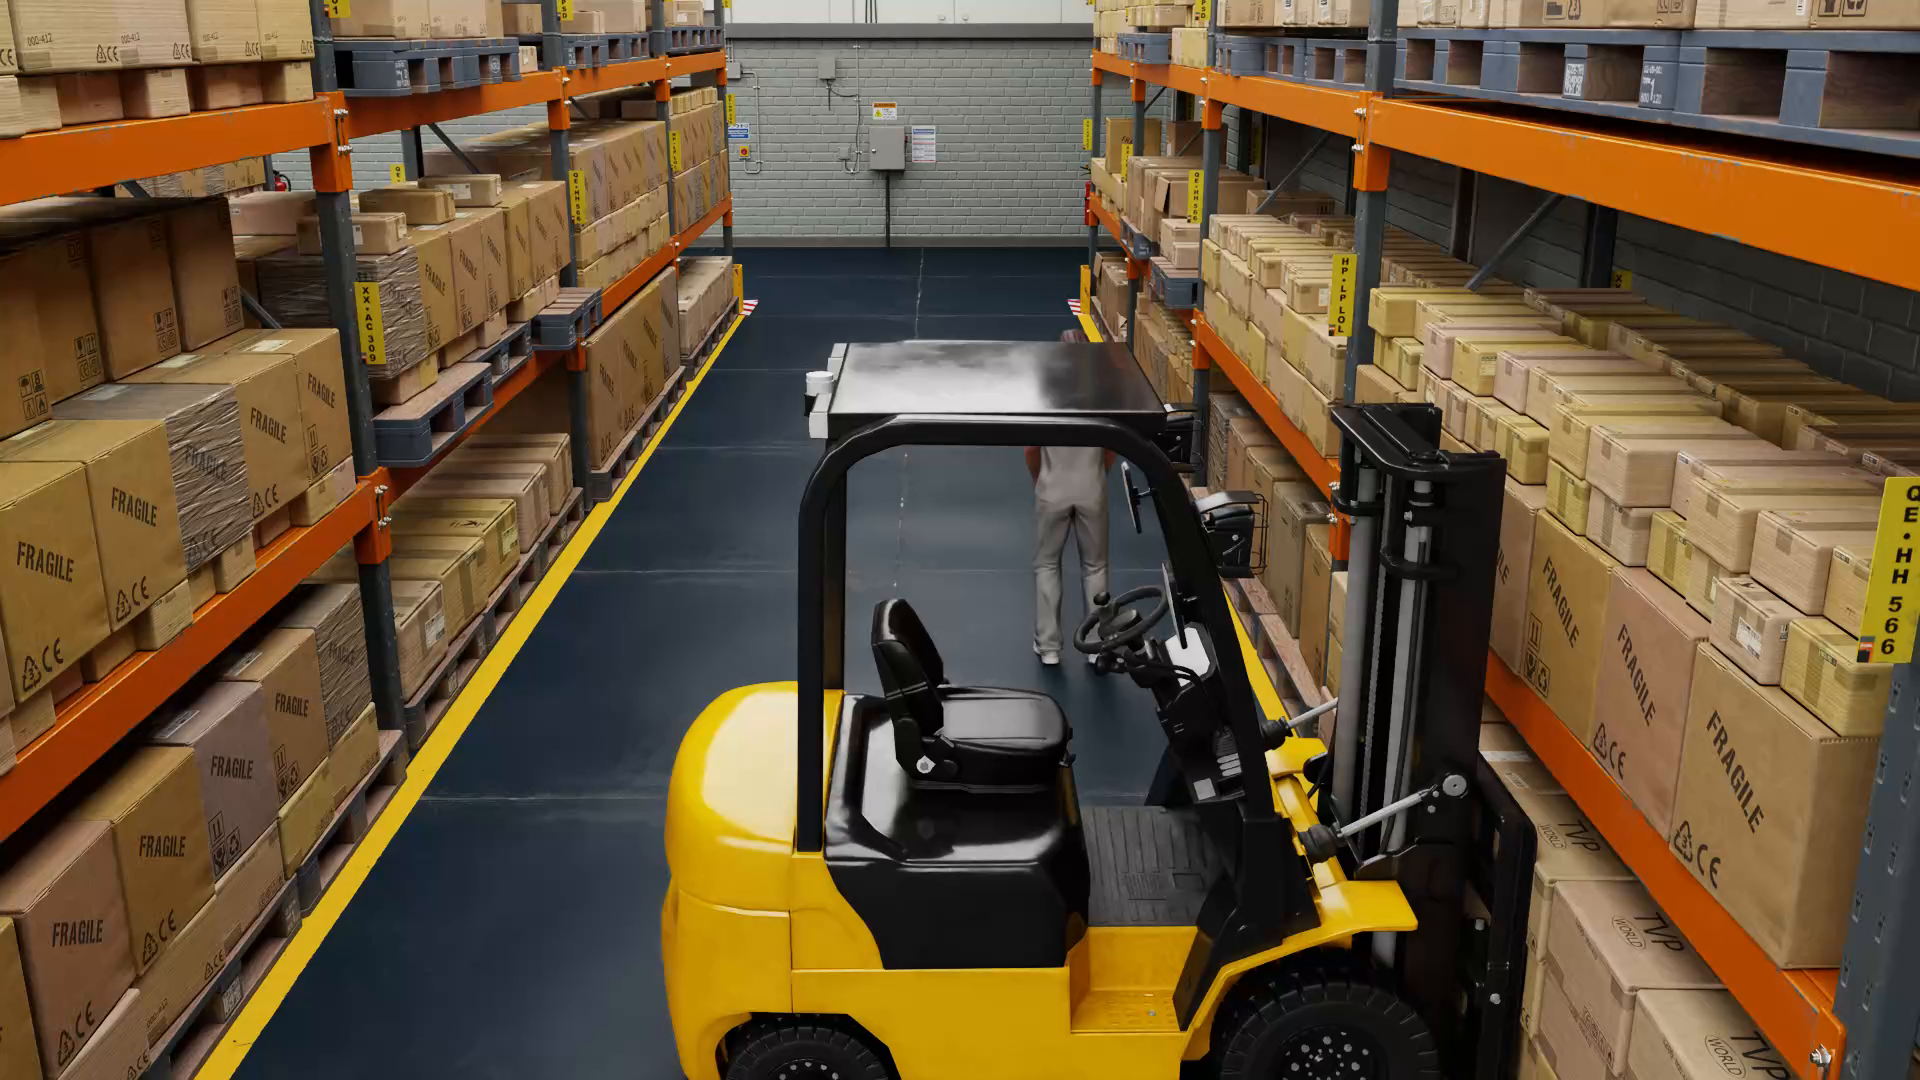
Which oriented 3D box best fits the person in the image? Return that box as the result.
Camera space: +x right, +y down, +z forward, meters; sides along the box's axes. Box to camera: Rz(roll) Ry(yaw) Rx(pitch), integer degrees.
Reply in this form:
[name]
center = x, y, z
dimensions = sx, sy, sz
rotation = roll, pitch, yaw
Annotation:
[person]
center = 0.545, -0.211, 8.225
dimensions = 0.466, 1.676, 0.412
rotation = -1, 17, -2
